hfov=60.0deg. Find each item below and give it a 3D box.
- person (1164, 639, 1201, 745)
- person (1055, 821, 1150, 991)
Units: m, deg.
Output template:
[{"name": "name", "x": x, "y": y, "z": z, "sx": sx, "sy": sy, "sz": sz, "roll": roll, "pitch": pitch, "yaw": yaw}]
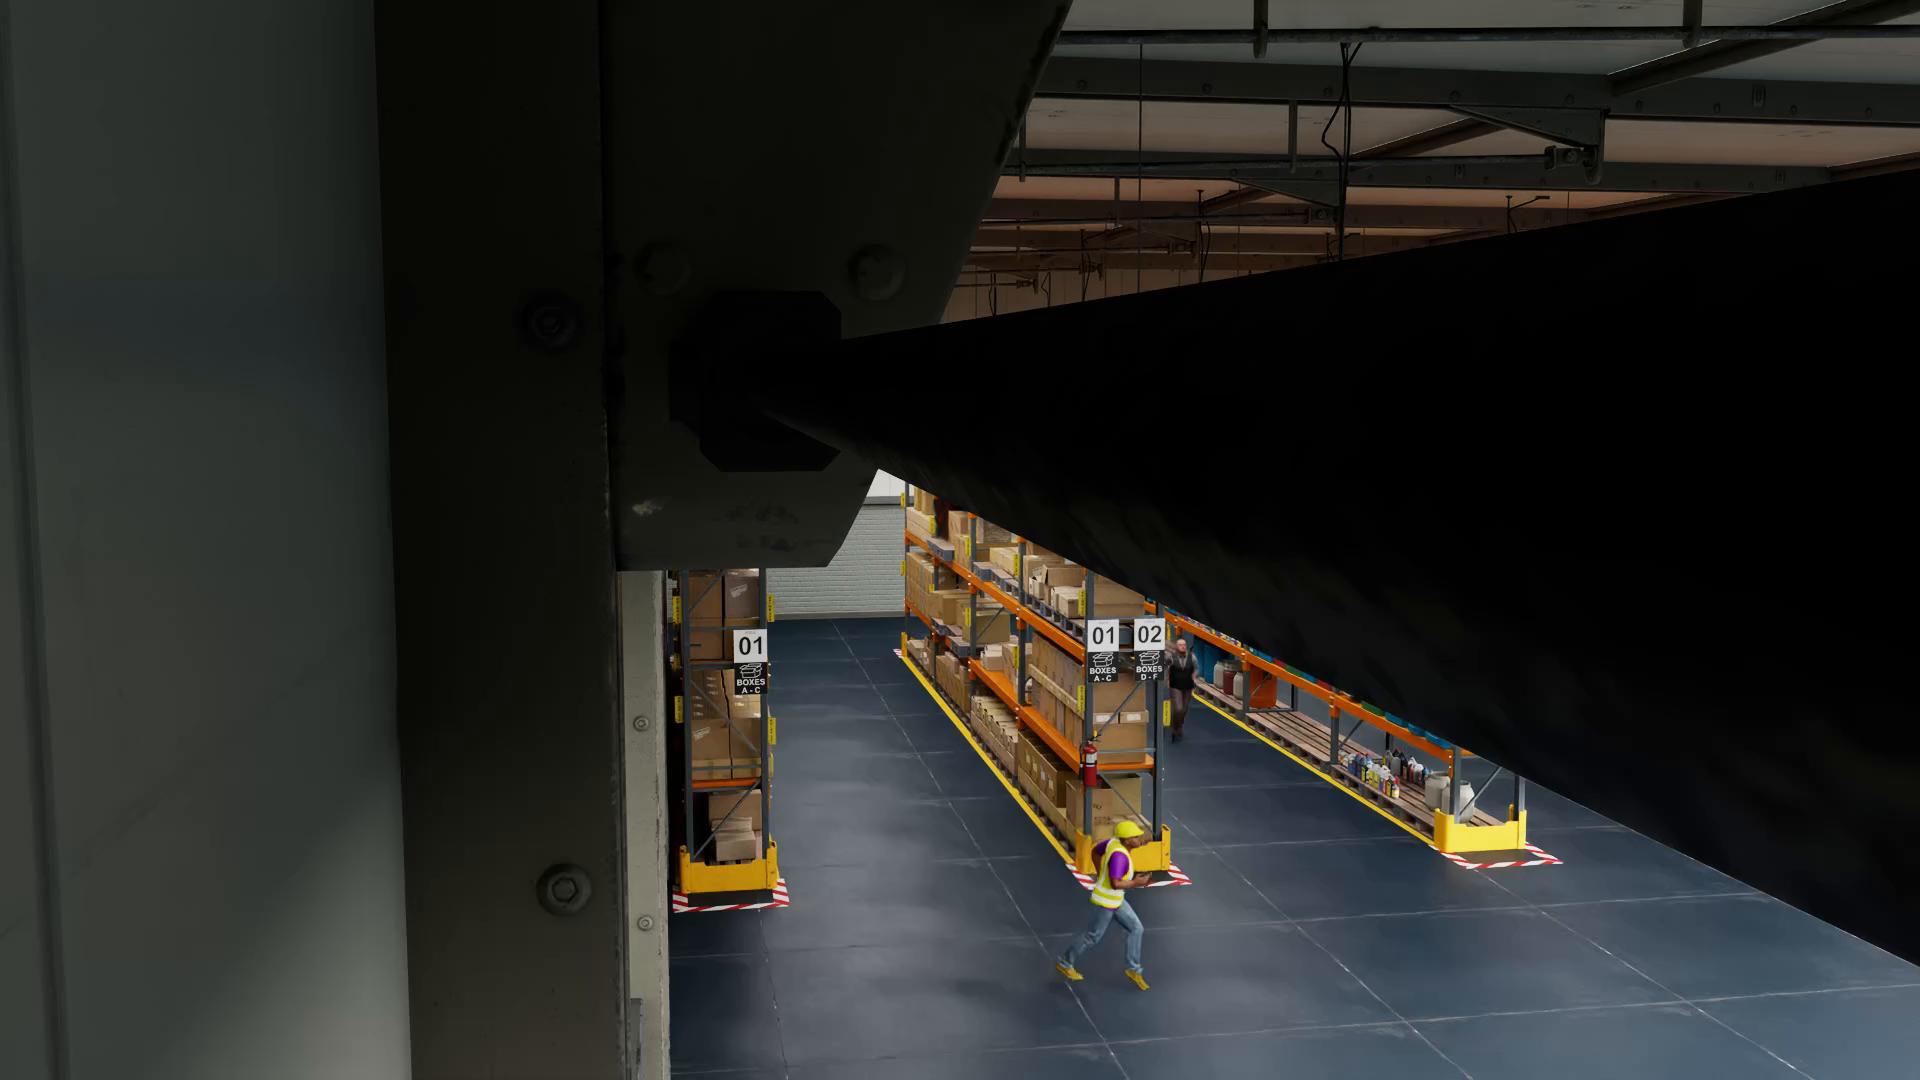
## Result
[{"name": "person", "x": 3.761, "y": 2.562, "z": 28.218, "sx": 0.642, "sy": 1.785, "sz": 0.779, "roll": -1, "pitch": 6, "yaw": -8}, {"name": "person", "x": 1.450, "y": 3.725, "z": 16.933, "sx": 0.967, "sy": 1.775, "sz": 0.692, "roll": 1, "pitch": 6, "yaw": 14}]
